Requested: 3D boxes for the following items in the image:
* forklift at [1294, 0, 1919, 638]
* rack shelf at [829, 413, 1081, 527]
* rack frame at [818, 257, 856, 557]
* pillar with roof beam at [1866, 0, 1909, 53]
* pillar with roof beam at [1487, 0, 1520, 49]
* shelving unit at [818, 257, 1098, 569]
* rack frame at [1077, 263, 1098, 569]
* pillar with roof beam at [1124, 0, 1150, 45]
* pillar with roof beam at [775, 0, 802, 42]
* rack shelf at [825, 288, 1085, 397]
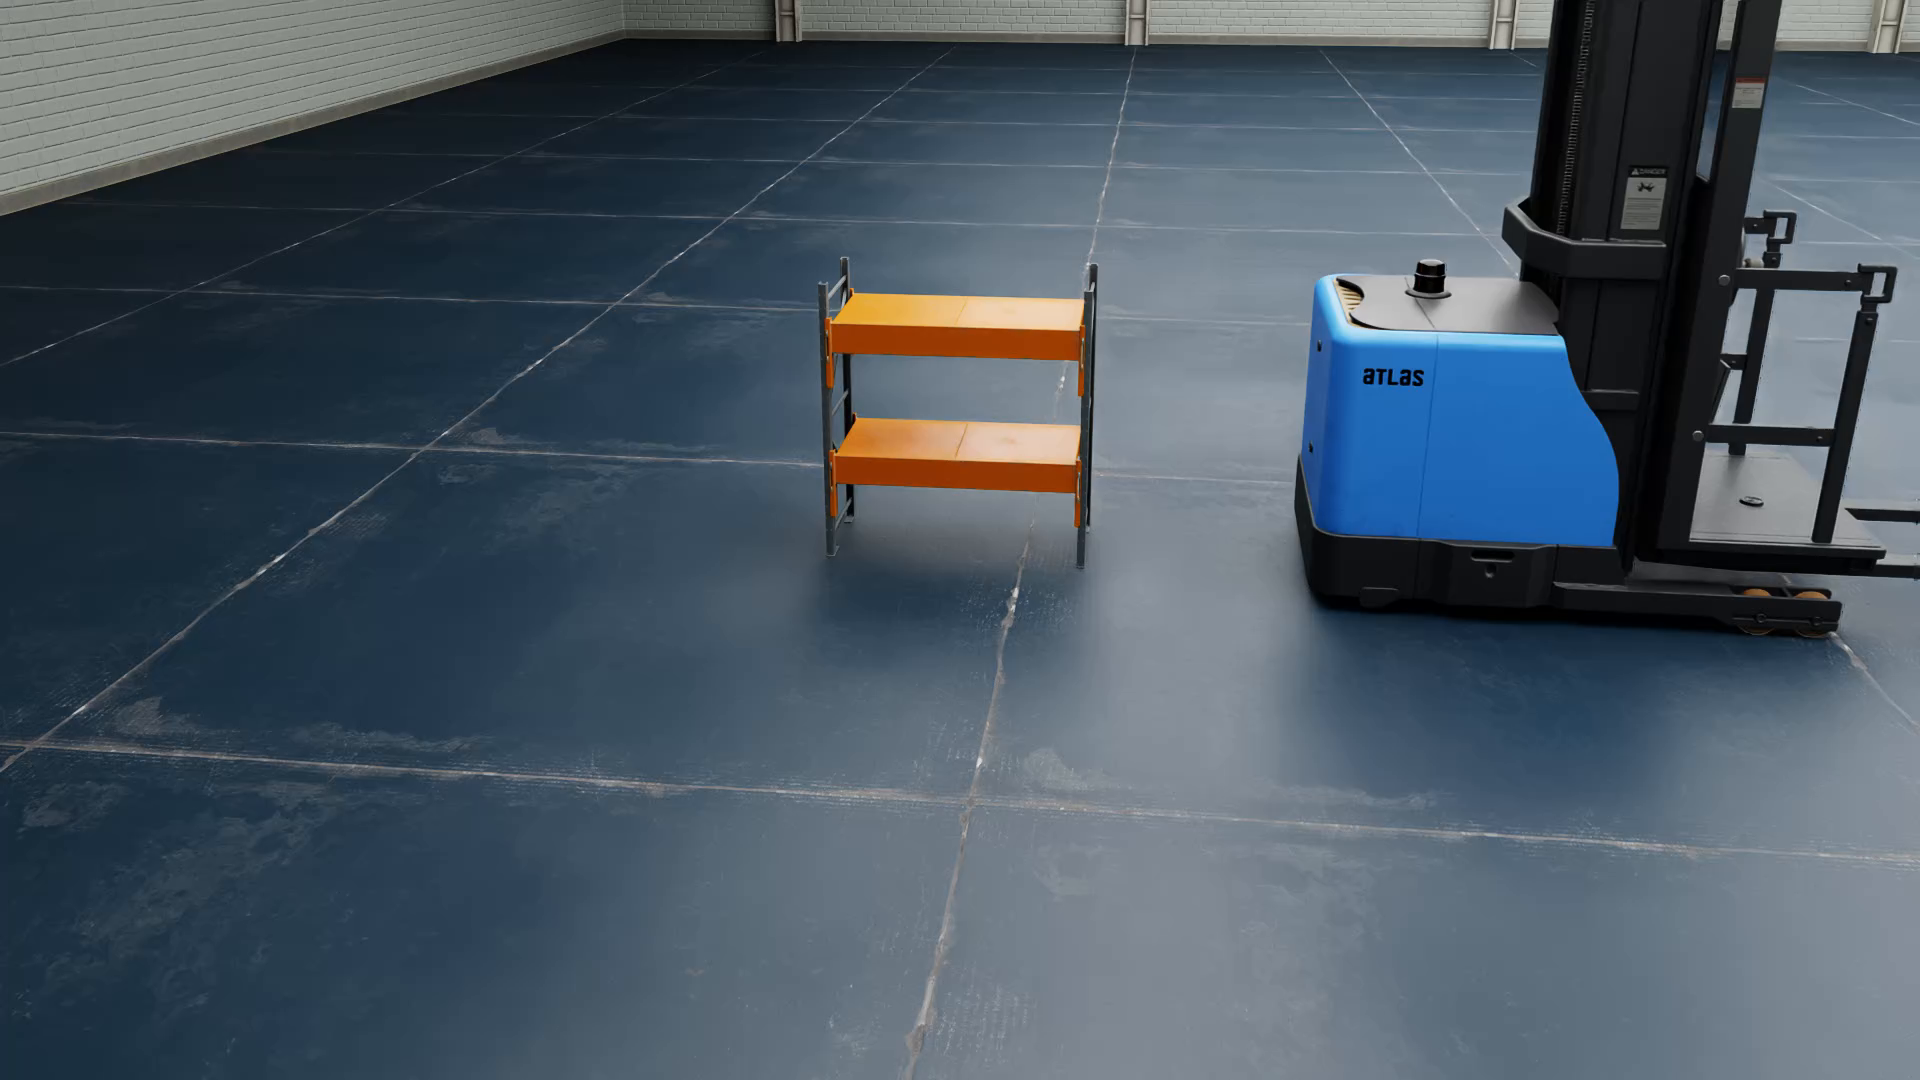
[{"bbox_3d":[2.877,-1.214,6.025,3.031,2.935,1.130,3,22,7],"label":"forklift"},{"bbox_3d":[0.007,-0.295,6.822,1.000,0.278,0.538,2,22,6],"label":"rack shelf"},{"bbox_3d":[-0.498,-0.545,6.788,0.032,1.125,0.500,2,22,6],"label":"rack frame"},{"bbox_3d":[14.405,-10.504,21.270,0.400,9.000,9.100,2,22,6],"label":"pillar with roof beam"},{"bbox_3d":[8.447,-10.764,21.927,0.400,9.000,9.100,2,22,6],"label":"pillar with roof beam"},{"bbox_3d":[0.007,-0.523,6.732,1.048,1.125,0.538,2,22,6],"label":"shelving unit"},{"bbox_3d":[0.512,-0.501,6.677,0.032,1.125,0.500,2,22,6],"label":"rack frame"},{"bbox_3d":[2.489,-11.024,22.584,0.400,9.000,9.100,2,22,6],"label":"pillar with roof beam"},{"bbox_3d":[-3.470,-11.283,23.240,0.400,9.000,9.100,2,22,6],"label":"pillar with roof beam"},{"bbox_3d":[0.007,-0.795,6.625,1.000,0.278,0.538,2,22,6],"label":"rack shelf"}]
